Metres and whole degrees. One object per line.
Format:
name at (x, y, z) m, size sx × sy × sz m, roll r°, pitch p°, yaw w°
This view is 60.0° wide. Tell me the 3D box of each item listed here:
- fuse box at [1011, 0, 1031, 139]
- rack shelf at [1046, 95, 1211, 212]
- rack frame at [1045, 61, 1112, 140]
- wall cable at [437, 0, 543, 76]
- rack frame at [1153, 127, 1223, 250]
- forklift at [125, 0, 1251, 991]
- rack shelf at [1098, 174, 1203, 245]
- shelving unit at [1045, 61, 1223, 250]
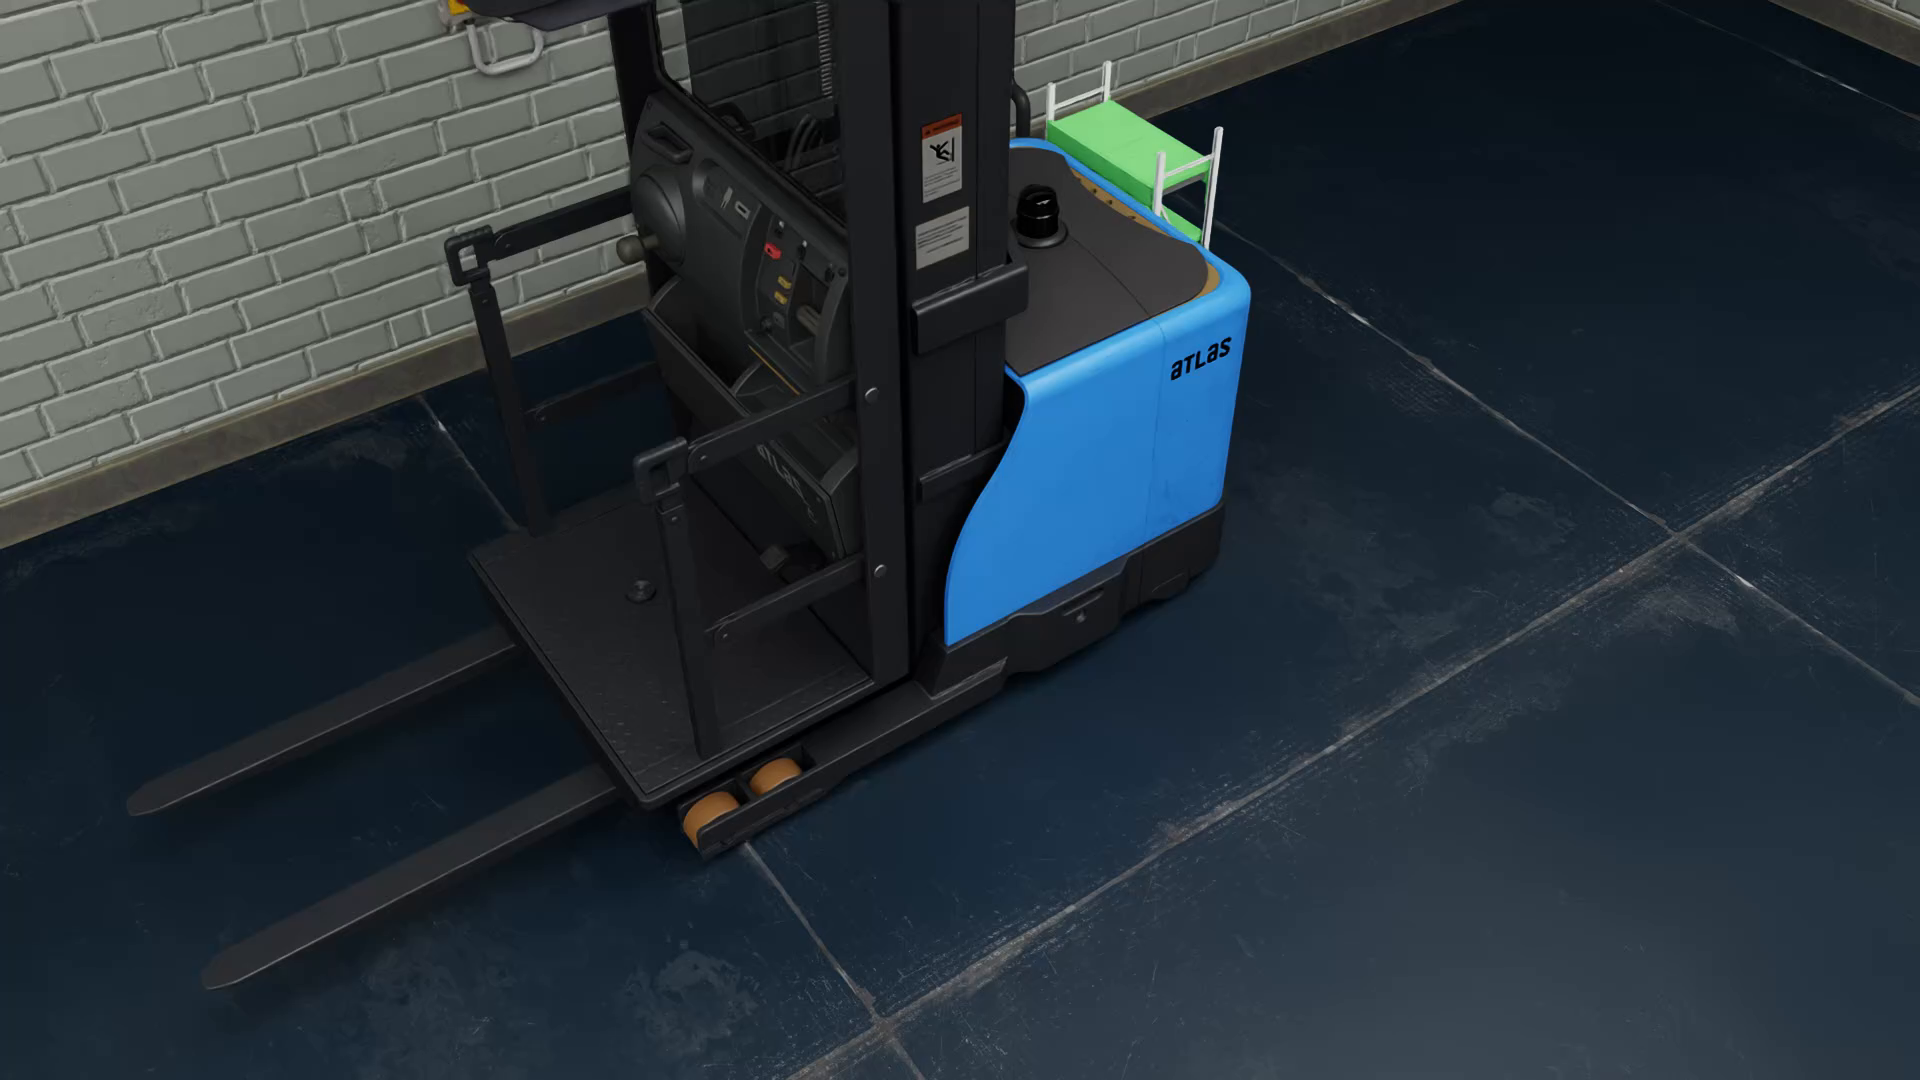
fuse box at (0.285, -2.027, 6.134) m, size 0.539 × 1.711 × 0.414 m, roll -26°, pitch 49°, yaw -24°
rack shelf at (0.504, -1.129, 4.962) m, size 0.258 × 0.148 × 0.480 m, roll -27°, pitch 50°, yaw -26°
rack frame at (0.358, -0.963, 5.390) m, size 0.240 × 1.200 × 0.015 m, roll -27°, pitch 50°, yaw -26°
wall cable at (-1.521, -2.124, 4.545) m, size 0.585 × 1.953 × 0.123 m, roll -26°, pitch 49°, yaw -24°
rack frame at (0.651, -0.694, 5.108) m, size 0.240 × 1.200 × 0.015 m, roll -27°, pitch 50°, yaw -26°
forklift at (-0.700, -0.652, 3.810) m, size 3.031 × 2.935 × 1.130 m, roll -26°, pitch 50°, yaw -25°
rack shelf at (0.504, -0.956, 5.127) m, size 0.258 × 0.148 × 0.480 m, roll -27°, pitch 50°, yaw -26°
shelving unit at (0.504, -0.828, 5.249) m, size 0.258 × 1.200 × 0.503 m, roll -27°, pitch 50°, yaw -26°
